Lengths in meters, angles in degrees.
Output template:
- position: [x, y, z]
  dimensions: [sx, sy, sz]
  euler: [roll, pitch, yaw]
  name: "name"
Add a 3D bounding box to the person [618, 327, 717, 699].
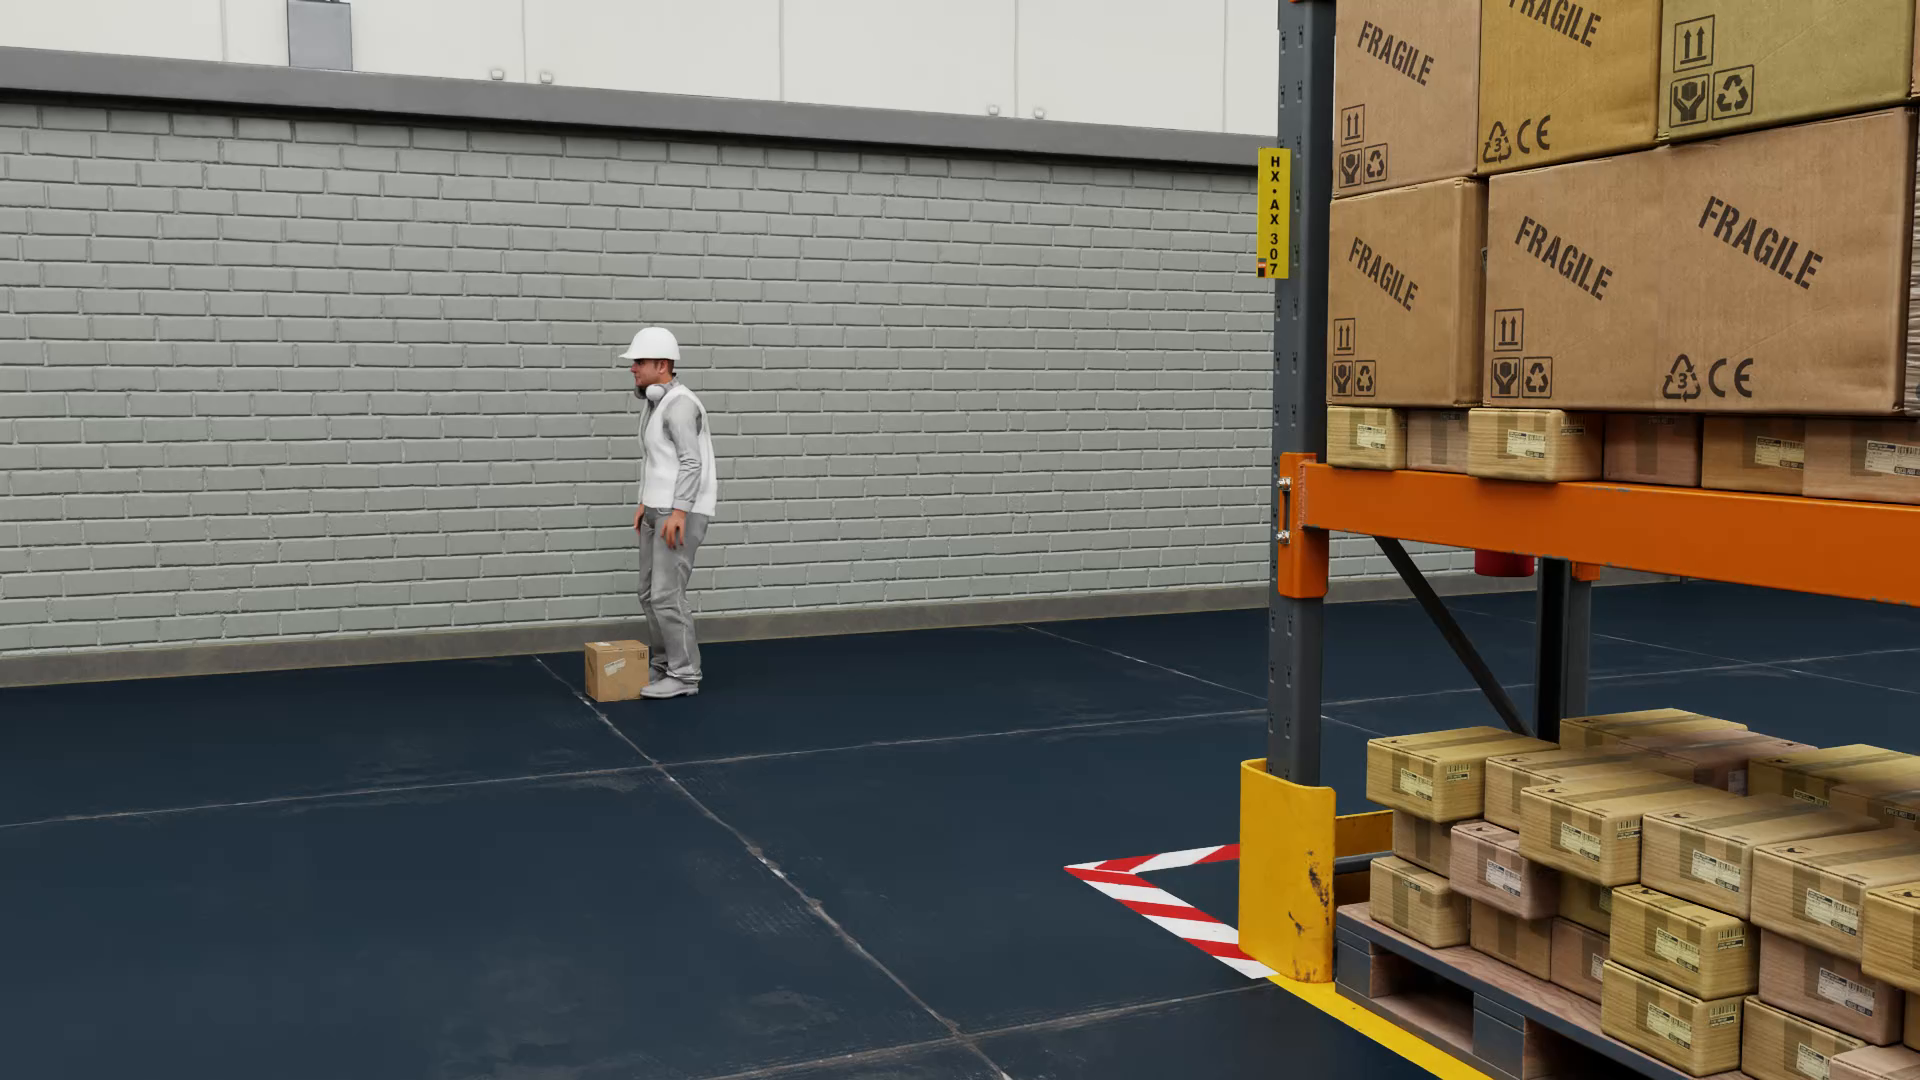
- position: [-1.420, -0.137, 8.067]
  dimensions: [0.457, 1.773, 0.594]
  euler: [-3, 6, -27]
  name: "person"
